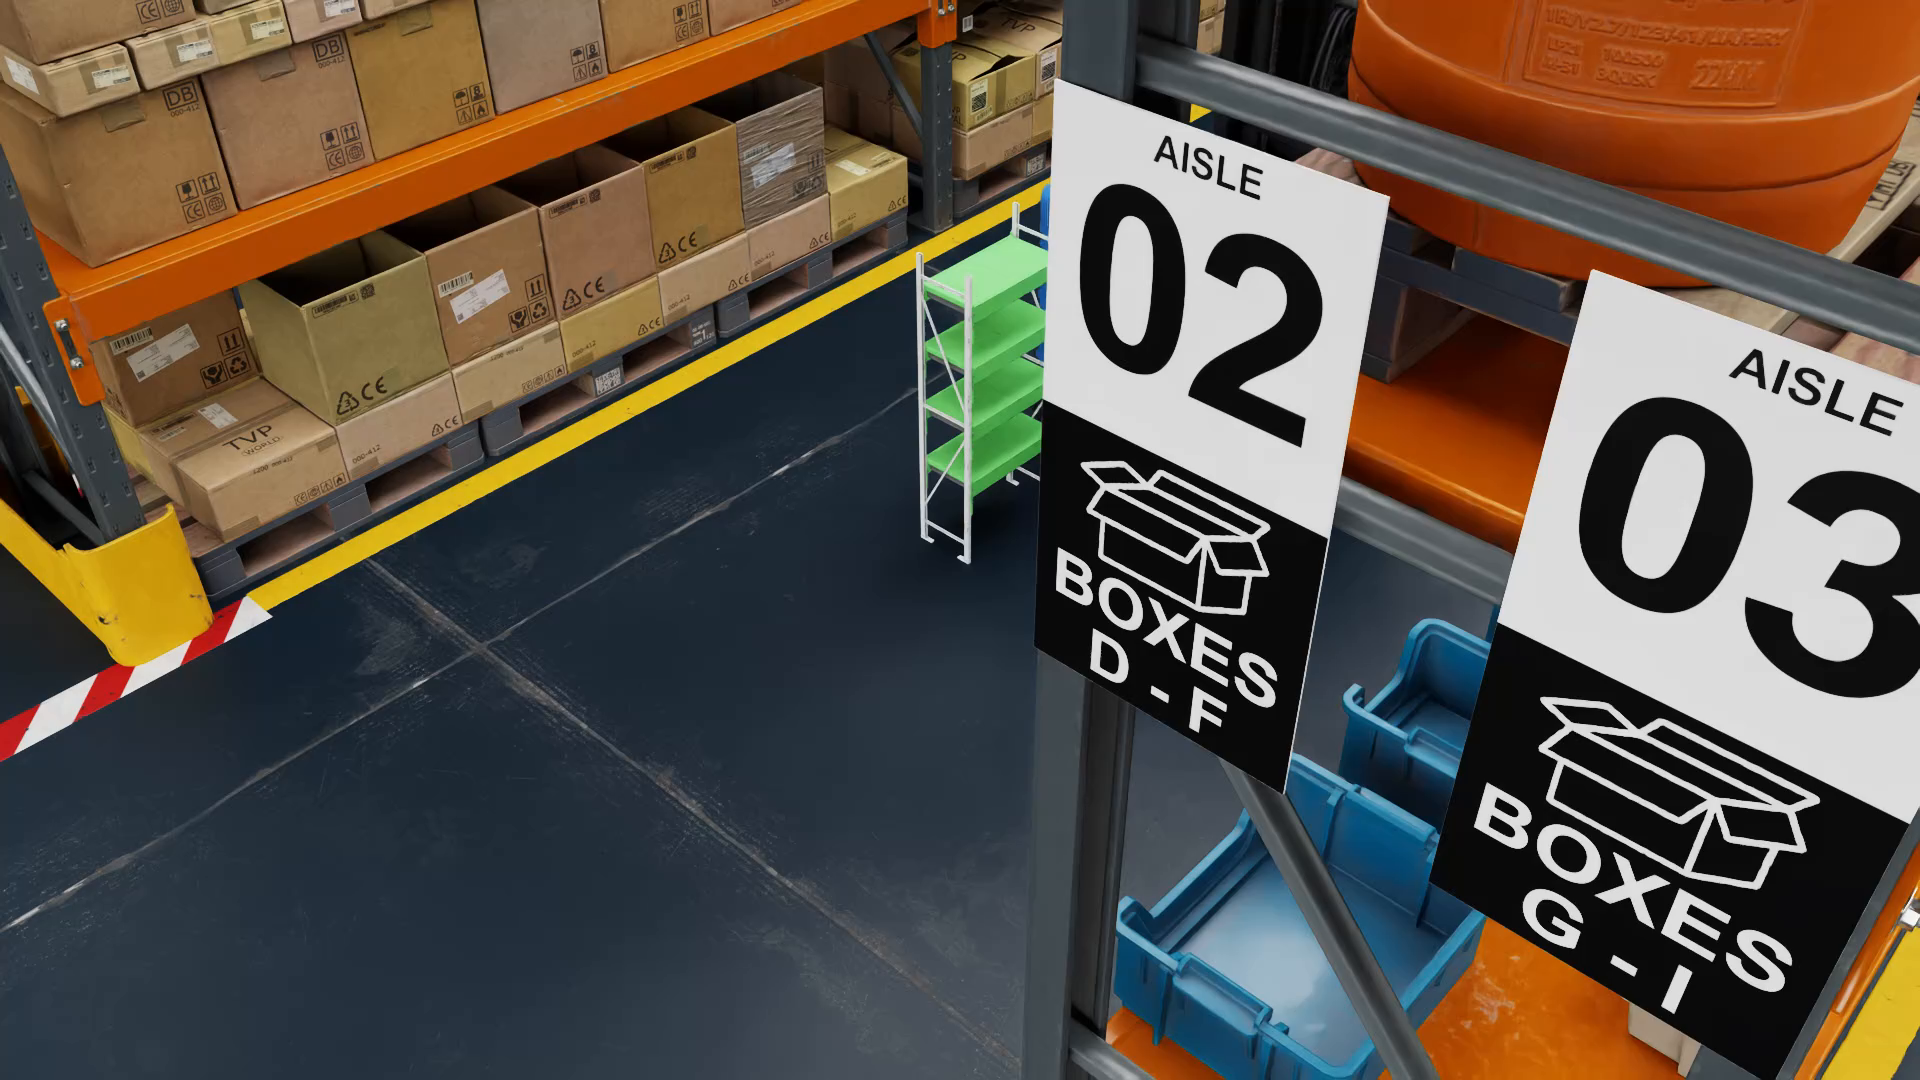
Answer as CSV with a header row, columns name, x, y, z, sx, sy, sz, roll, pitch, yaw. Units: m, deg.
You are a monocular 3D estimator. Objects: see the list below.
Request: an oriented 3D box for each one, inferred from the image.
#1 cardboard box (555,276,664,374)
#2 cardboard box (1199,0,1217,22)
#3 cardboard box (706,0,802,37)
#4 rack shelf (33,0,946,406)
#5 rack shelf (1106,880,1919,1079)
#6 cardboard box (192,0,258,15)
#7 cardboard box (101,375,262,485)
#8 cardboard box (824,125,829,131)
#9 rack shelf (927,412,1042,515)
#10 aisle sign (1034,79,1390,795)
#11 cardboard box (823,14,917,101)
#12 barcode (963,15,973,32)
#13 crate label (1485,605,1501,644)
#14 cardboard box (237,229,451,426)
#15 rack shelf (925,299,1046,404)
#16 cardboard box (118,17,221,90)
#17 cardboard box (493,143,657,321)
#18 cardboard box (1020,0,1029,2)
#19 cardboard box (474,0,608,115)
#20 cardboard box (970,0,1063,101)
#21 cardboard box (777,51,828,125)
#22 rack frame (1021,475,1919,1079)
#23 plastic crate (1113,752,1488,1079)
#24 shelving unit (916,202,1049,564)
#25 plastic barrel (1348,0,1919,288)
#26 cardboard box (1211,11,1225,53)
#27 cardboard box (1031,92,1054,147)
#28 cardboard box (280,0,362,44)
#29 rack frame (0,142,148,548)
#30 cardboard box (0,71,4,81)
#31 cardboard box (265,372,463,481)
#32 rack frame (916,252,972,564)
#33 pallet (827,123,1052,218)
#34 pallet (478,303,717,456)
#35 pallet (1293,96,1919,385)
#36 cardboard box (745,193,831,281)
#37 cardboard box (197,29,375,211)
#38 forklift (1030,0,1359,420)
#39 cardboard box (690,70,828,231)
name,x,y,z,sx,sy,sz,roll,pitch,yaw
cardboard box,-1.603,-0.987,6.953,0.500,0.250,0.500,30,47,32
cardboard box,1.056,-2.995,9.028,0.500,0.311,0.500,31,48,33
cardboard box,-1.089,-2.483,6.882,0.700,0.500,0.500,29,47,31
rack shelf,-1.793,-1.695,6.549,1.077,0.370,4.000,30,47,32
rack shelf,1.861,0.387,3.932,1.077,0.370,4.000,30,47,32
cardboard box,-2.431,-2.082,5.335,0.700,0.500,0.500,28,46,31
cardboard box,-2.998,-0.516,6.361,0.500,0.250,0.500,30,47,32
cardboard box,-0.980,-1.898,8.098,0.500,0.250,0.500,30,47,32
rack shelf,0.112,-0.308,6.161,0.258,0.148,0.480,30,47,32
aisle sign,0.244,-0.085,1.858,0.394,0.787,0.004,30,47,32
cardboard box,-0.382,-2.509,8.417,0.500,0.311,0.500,30,47,32
barcode,0.036,-2.407,7.751,0.001,0.075,0.075,30,47,32
crate label,1.554,0.051,3.747,0.502,0.435,0.616,30,47,32
cardboard box,-2.280,-0.823,6.144,0.500,0.500,0.500,30,47,32
rack shelf,0.112,-0.684,5.863,0.258,0.148,0.480,30,47,32
cardboard box,-2.542,-1.563,5.204,0.380,0.149,0.250,28,46,31
cardboard box,-1.602,-1.280,6.719,0.500,0.500,0.500,30,47,32
cardboard box,0.303,-2.979,9.008,0.500,0.311,0.500,29,47,32
cardboard box,-1.775,-2.018,6.298,0.700,0.500,0.500,31,48,33
cardboard box,0.361,-2.516,8.425,0.500,0.311,0.500,29,47,31
cardboard box,-0.987,-2.195,7.870,0.500,0.500,0.500,30,47,32
rack frame,0.512,1.024,2.552,1.000,3.000,0.127,30,47,32
plastic crate,0.629,0.727,3.046,0.499,0.251,0.616,30,47,32
shelving unit,0.112,-0.546,5.972,0.258,1.200,0.503,30,47,32
plastic barrel,0.746,-0.759,1.702,0.600,0.830,0.708,30,47,32
cardboard box,1.394,-3.009,9.496,0.500,0.250,0.500,31,48,33
cardboard box,0.358,-2.299,8.603,0.500,0.250,0.500,31,48,33
cardboard box,-2.201,-1.792,5.492,0.380,0.149,0.250,29,47,31
rack frame,-3.142,-1.058,5.170,1.000,3.000,0.127,30,47,32
cardboard box,-3.025,-1.606,5.258,0.380,0.149,0.250,29,47,31
cardboard box,-2.281,-0.530,6.378,0.500,0.250,0.500,30,47,32
rack frame,-0.053,-0.434,5.831,0.240,1.200,0.015,30,47,32
pallet,0.025,-2.159,8.795,1.003,0.211,1.213,30,47,32
pallet,-1.834,-0.893,7.203,1.003,0.211,1.213,30,47,32
pallet,1.142,-0.415,2.104,1.003,0.211,1.213,30,47,32
cardboard box,-0.939,-1.453,7.539,0.500,0.250,0.500,30,47,32
cardboard box,-2.467,-1.549,5.708,0.700,0.500,0.500,31,48,33
forklift,1.797,-1.911,6.298,3.031,2.935,1.130,-23,44,-26
cardboard box,-0.941,-1.747,7.307,0.500,0.500,0.500,30,47,32
